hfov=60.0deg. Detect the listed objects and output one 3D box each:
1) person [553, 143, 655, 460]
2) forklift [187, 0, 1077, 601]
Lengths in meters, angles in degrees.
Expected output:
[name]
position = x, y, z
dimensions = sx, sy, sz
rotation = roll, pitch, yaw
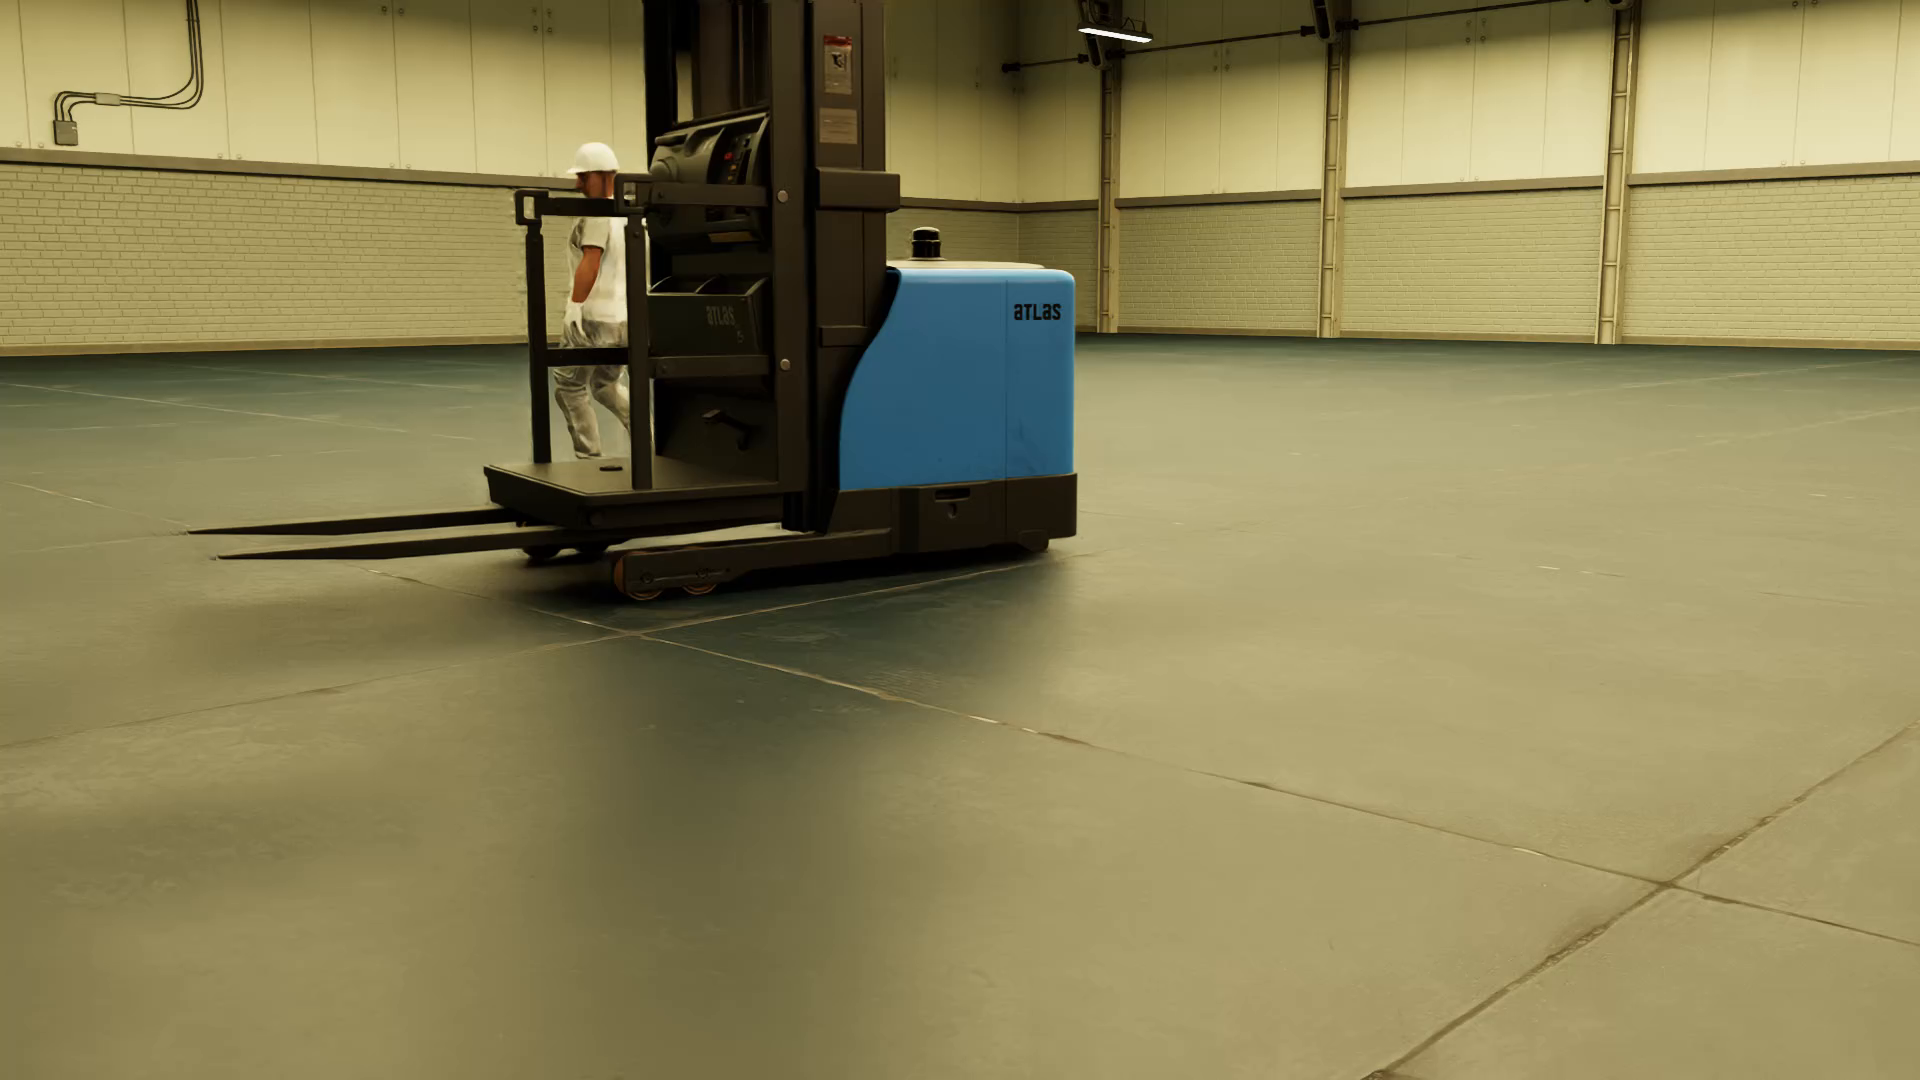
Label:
[person]
position = -1.868, -1.140, 8.486
dimensions = 0.583, 1.731, 0.747
rotation = 5, 10, 30
[forklift]
position = -1.072, -1.340, 5.775
dimensions = 3.031, 2.935, 1.130
rotation = -5, 10, -32
